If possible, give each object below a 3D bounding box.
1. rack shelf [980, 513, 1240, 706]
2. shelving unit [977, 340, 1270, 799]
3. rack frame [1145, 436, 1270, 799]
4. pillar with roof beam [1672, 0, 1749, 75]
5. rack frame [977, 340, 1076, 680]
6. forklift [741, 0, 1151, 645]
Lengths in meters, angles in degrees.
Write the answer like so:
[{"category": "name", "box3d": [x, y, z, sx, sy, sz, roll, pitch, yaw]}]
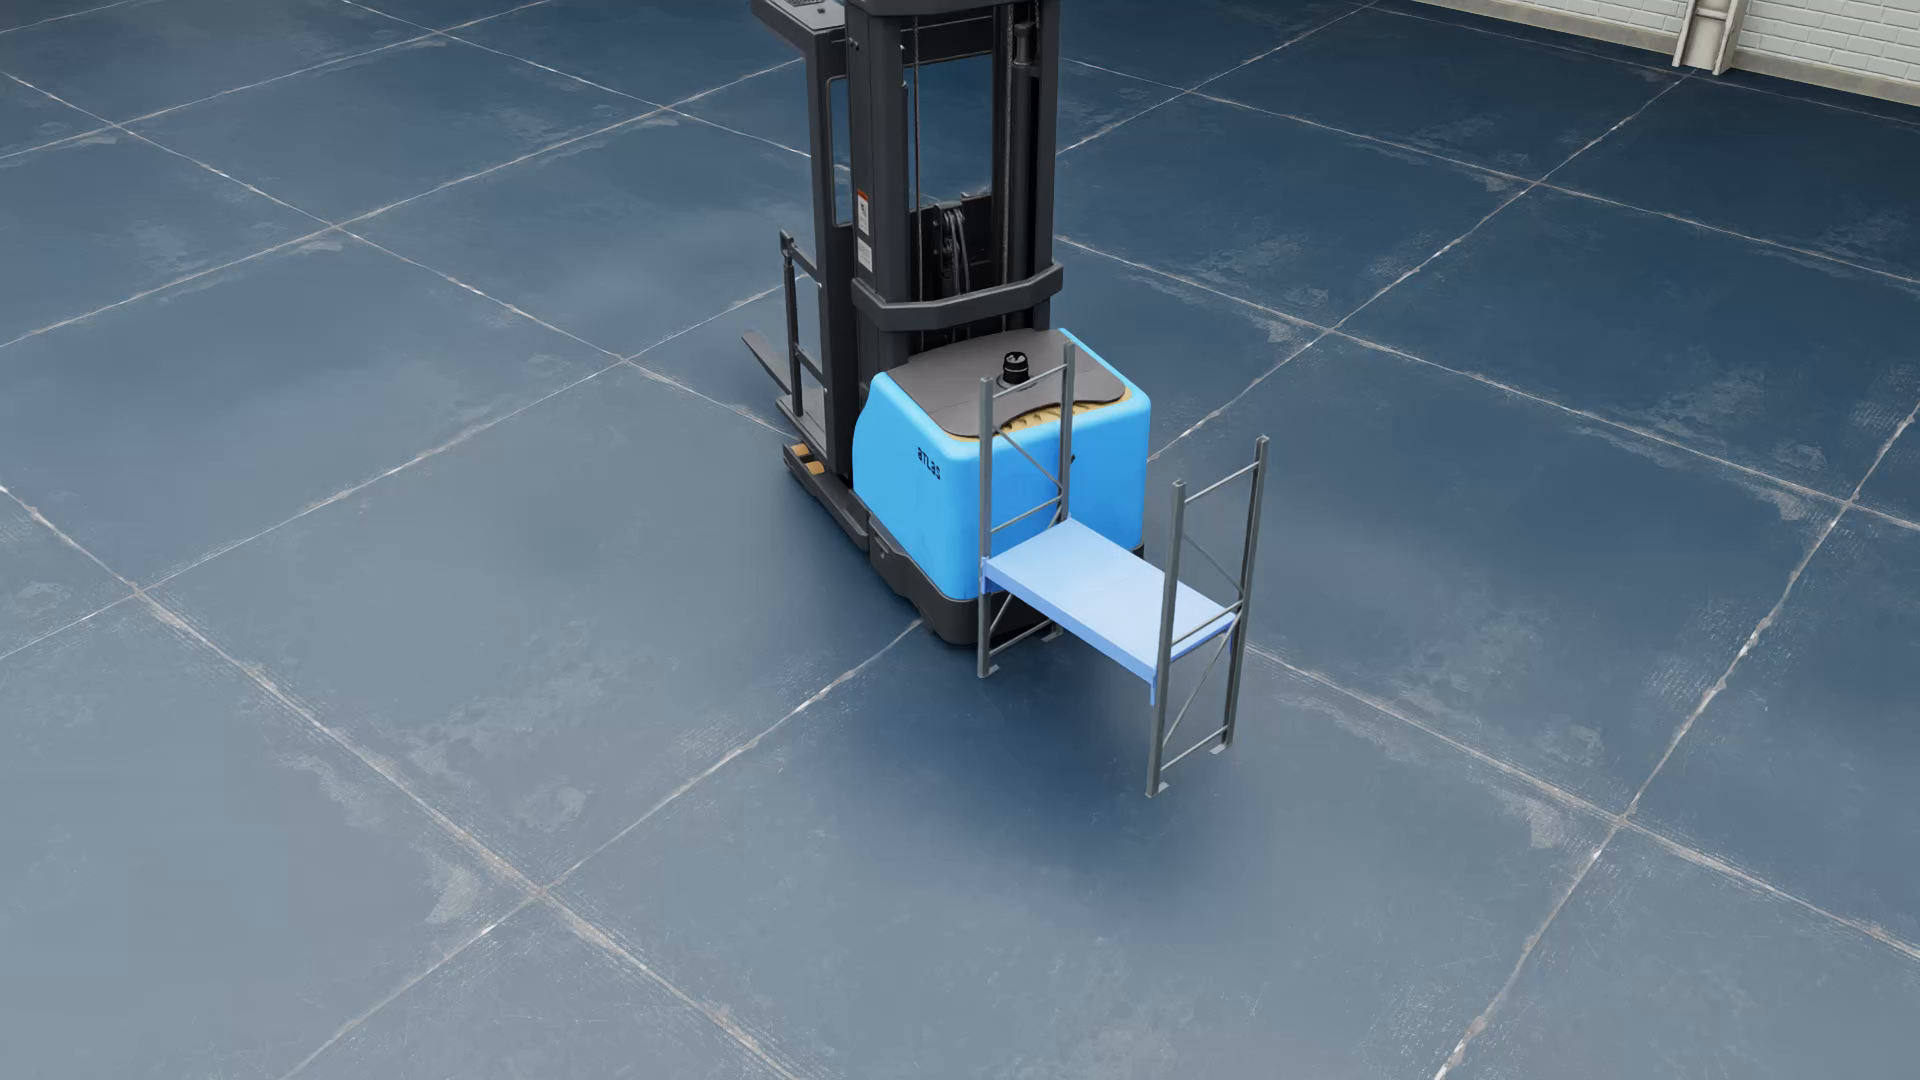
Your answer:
[{"category": "rack shelf", "box3d": [0.612, 0.263, 6.860, 0.538, 0.185, 1.000, -27, 43, -33]}, {"category": "shelving unit", "box3d": [0.612, 0.115, 6.758, 0.538, 1.500, 1.048, -27, 43, -33]}, {"category": "rack frame", "box3d": [0.949, 0.330, 6.444, 0.500, 1.500, 0.032, -27, 43, -33]}, {"category": "pillar with roof beam", "box3d": [3.538, -5.862, 8.836, 0.400, 9.000, 9.100, 25, 42, 32]}, {"category": "rack frame", "box3d": [0.275, -0.101, 7.072, 0.500, 1.500, 0.032, -27, 43, -33]}, {"category": "forklift", "box3d": [-0.271, -1.556, 7.927, 1.130, 2.935, 3.031, -16, 38, -22]}]
